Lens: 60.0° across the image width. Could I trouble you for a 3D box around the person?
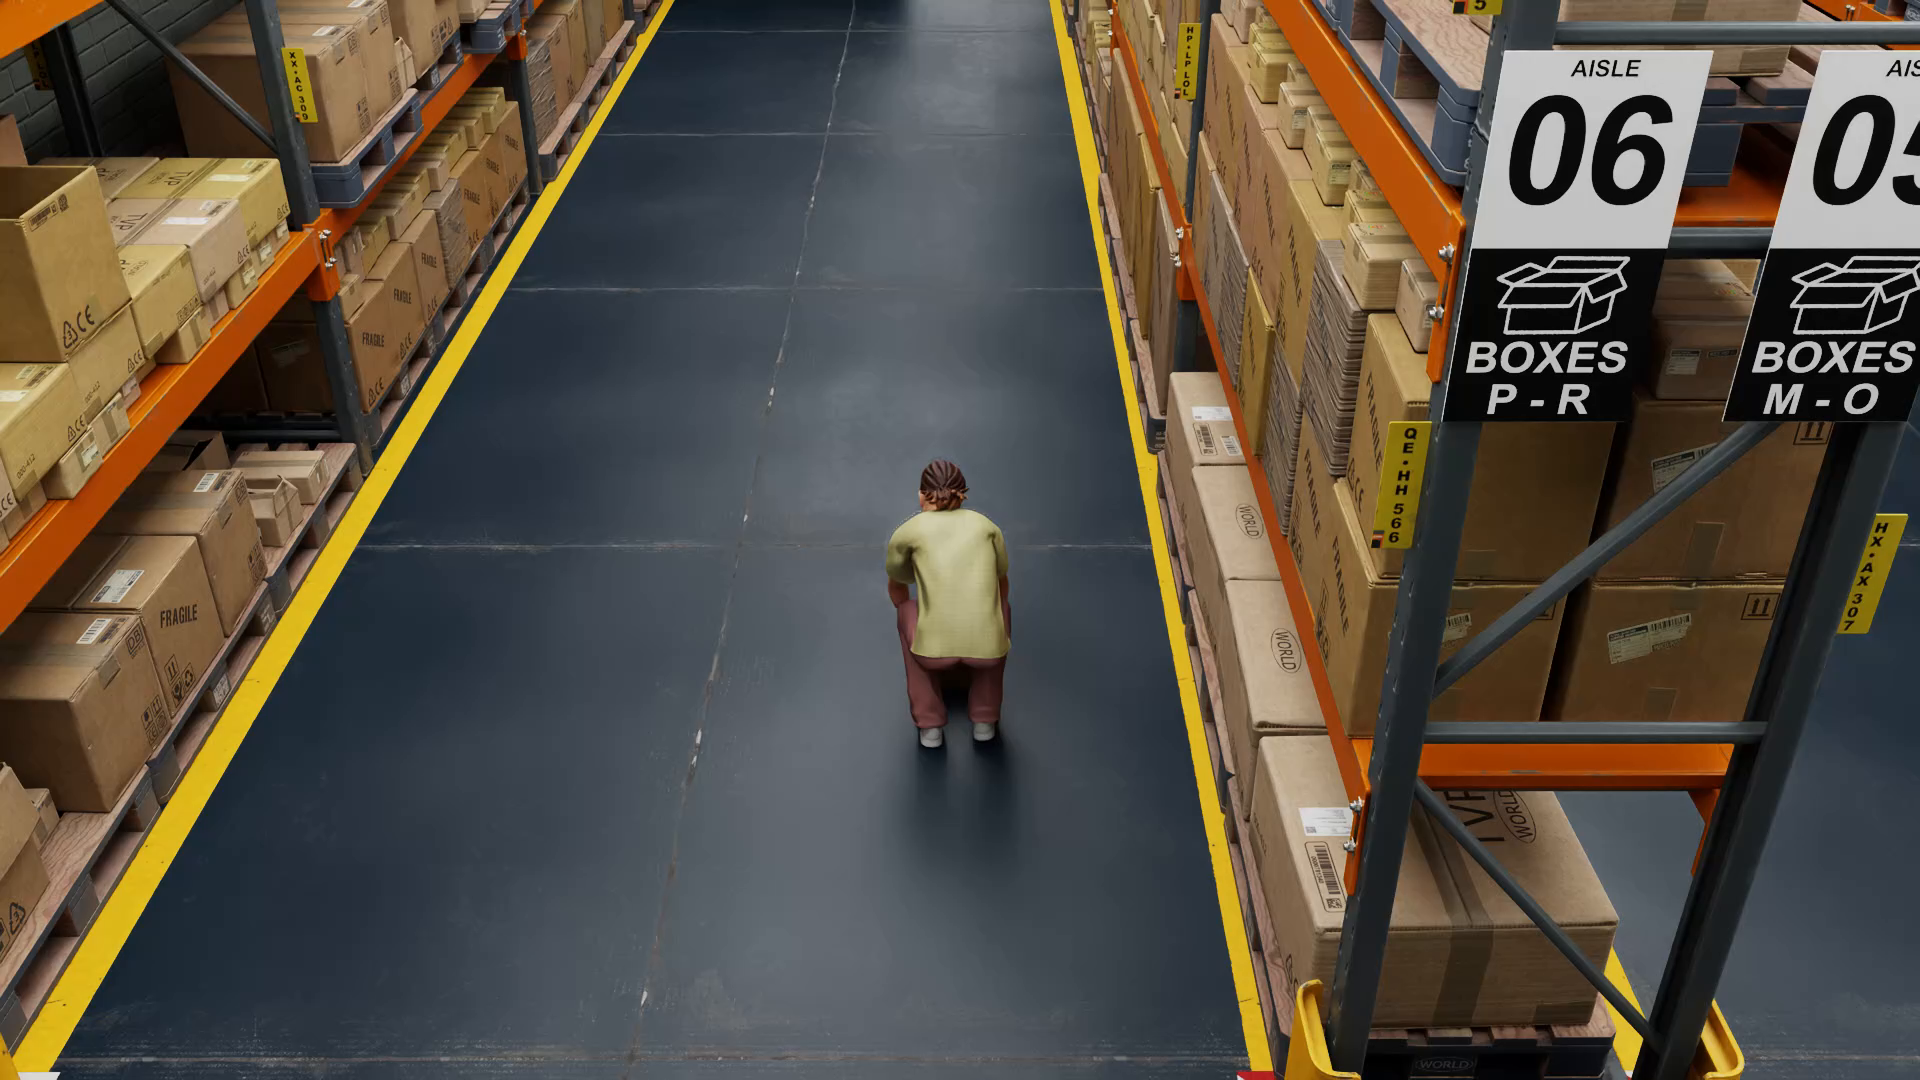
[{"bbox_3d":[-0.042,0.270,6.368,0.488,0.976,0.786,0,32,0],"label":"person"}]
